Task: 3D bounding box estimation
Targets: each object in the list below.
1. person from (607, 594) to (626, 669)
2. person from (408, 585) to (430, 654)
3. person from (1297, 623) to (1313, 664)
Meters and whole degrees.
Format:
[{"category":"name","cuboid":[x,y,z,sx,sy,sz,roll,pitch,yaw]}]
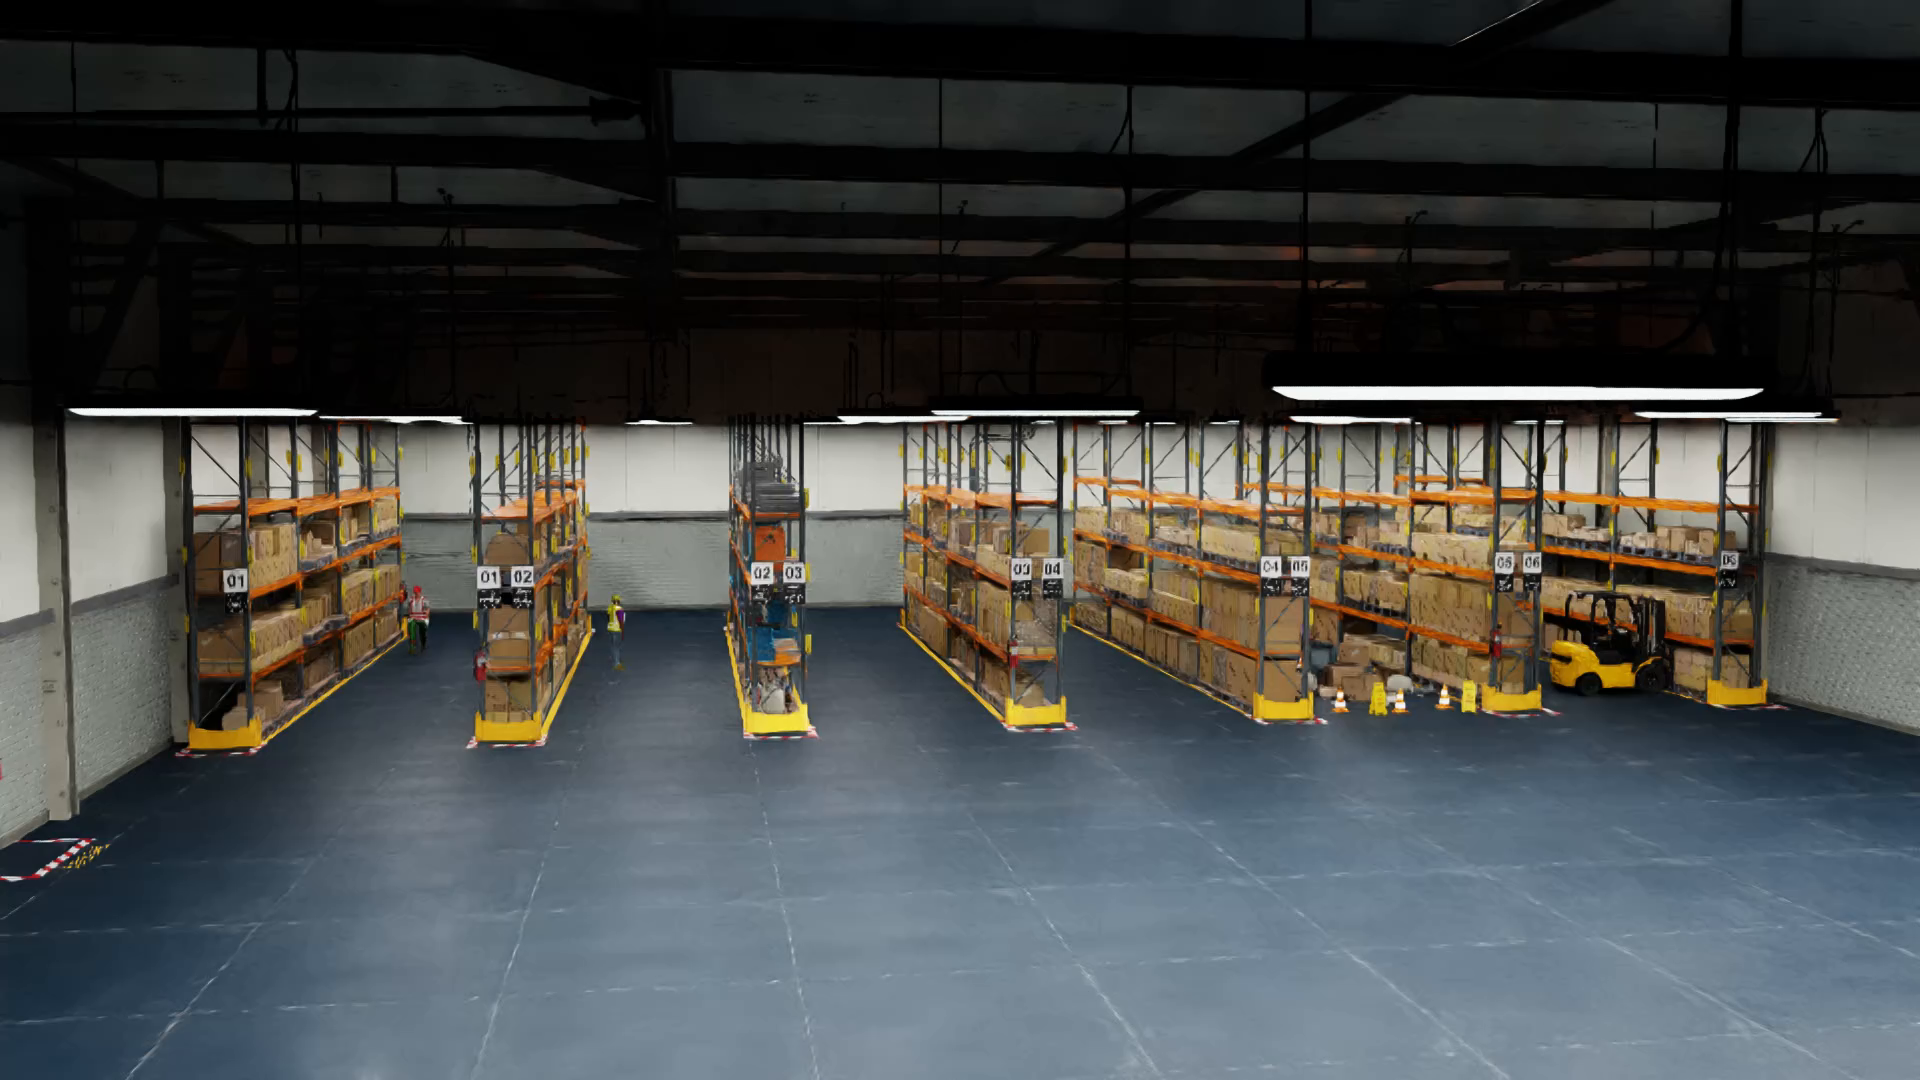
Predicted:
[{"category":"person","cuboid":[-8.105,2.143,39.417,0.452,1.768,0.632,-3,5,-41]},{"category":"person","cuboid":[-13.710,1.993,42.089,0.549,1.709,1.128,-1,4,-12]},{"category":"person","cuboid":[8.164,2.236,39.320,0.417,1.603,0.505,-3,5,-39]}]
